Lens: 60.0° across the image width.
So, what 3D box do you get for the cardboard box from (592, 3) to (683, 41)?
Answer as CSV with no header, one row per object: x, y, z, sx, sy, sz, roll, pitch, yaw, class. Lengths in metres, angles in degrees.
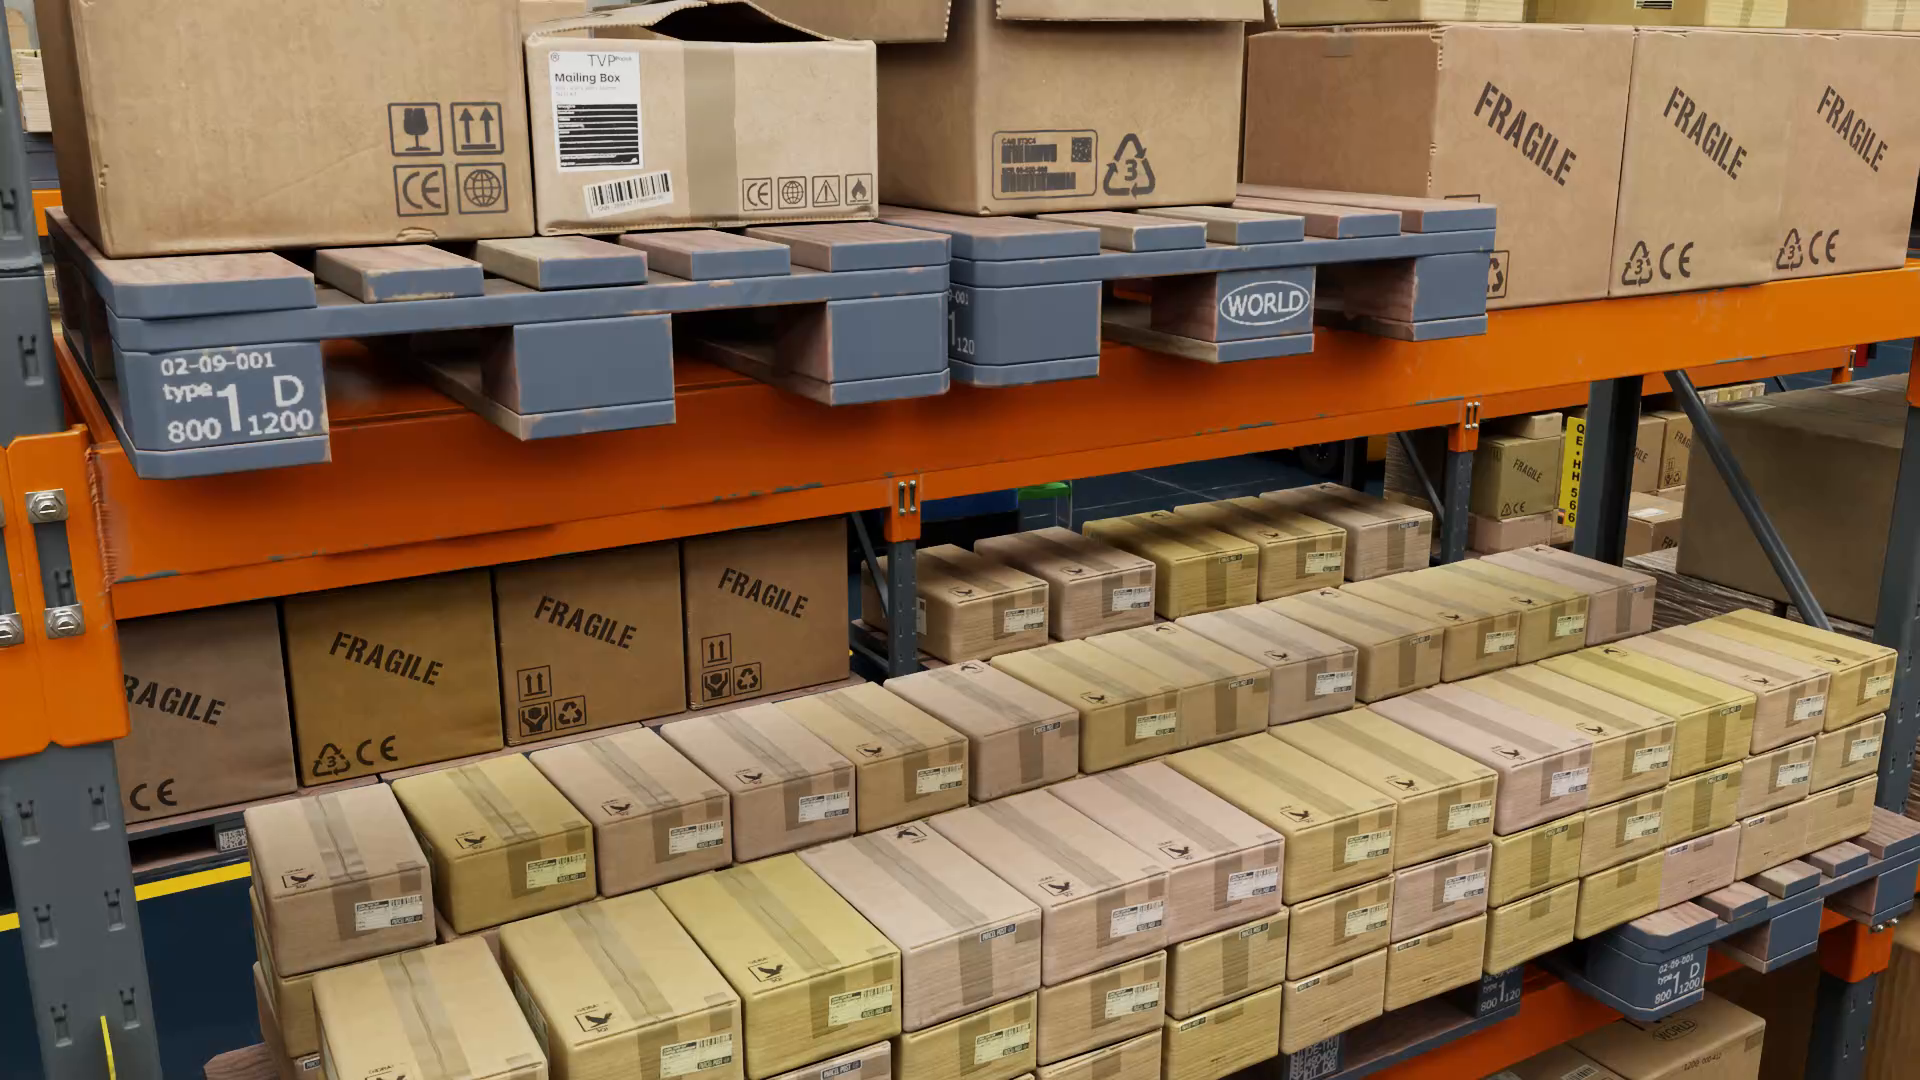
-1.279,-2.154,7.516,0.500,0.500,0.700,-10,19,-32,cardboard box

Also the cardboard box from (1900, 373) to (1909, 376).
3.369,-0.242,5.178,0.500,0.500,0.700,-10,18,-31,cardboard box

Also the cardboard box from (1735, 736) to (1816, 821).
1.691,0.477,3.786,0.250,0.149,0.380,-8,18,-28,cardboard box

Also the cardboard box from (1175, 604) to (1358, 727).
0.712,0.288,3.911,0.250,0.149,0.380,-8,18,-27,cardboard box

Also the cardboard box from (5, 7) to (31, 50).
-6.080,-3.252,10.580,0.258,0.266,0.396,-9,18,-30,cardboard box

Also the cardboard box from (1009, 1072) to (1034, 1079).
-0.080,0.908,2.800,0.250,0.149,0.380,-9,18,-29,cardboard box

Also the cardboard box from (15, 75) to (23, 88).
-5.816,-2.784,10.229,0.250,0.149,0.380,-9,18,-29,cardboard box

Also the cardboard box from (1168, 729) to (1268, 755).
0.487,0.466,3.827,0.250,0.149,0.380,-9,18,-30,cardboard box

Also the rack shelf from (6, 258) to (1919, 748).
0.393,-0.330,3.304,4.000,0.370,1.077,-9,18,-30,rack shelf

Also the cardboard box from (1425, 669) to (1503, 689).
1.131,0.363,4.195,0.250,0.149,0.380,-10,18,-31,cardboard box

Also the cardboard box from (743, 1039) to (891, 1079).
-0.304,0.801,2.631,0.250,0.149,0.380,-9,18,-28,cardboard box

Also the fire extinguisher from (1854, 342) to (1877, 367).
6.665,-1.625,12.293,0.183,0.674,0.296,-9,18,-30,fire extinguisher

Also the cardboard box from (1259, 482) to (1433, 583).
2.452,-0.060,10.658,0.625,0.372,0.950,-9,18,-29,cardboard box

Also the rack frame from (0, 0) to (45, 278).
-1.321,-1.842,1.810,0.127,3.000,1.000,-9,18,-30,rack frame

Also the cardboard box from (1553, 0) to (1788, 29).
1.463,-1.180,3.400,0.258,0.266,0.396,-9,18,-30,cardboard box

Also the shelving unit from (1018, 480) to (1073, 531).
0.531,-0.621,11.903,0.503,1.200,0.258,-6,17,-22,shelving unit

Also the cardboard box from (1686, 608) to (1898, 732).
1.924,0.297,3.879,0.250,0.149,0.380,-10,19,-32,cardboard box

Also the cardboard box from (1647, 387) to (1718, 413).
5.053,-0.996,11.630,0.250,0.149,0.380,-8,18,-27,cardboard box

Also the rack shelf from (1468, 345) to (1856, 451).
4.615,-1.129,11.711,4.000,0.370,1.077,-9,18,-30,rack shelf

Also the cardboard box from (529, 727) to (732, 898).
-0.625,0.505,3.137,0.250,0.149,0.380,-10,18,-31,cardboard box

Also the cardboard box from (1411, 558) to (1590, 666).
1.383,0.180,4.296,0.250,0.149,0.380,-10,18,-31,cardboard box

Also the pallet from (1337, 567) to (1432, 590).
2.234,0.254,10.612,1.213,0.211,1.003,-9,18,-30,pallet

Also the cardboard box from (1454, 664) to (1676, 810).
1.256,0.406,3.491,0.250,0.149,0.380,-9,18,-28,cardboard box

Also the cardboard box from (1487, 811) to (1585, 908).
1.037,0.583,3.408,0.250,0.149,0.380,-9,18,-30,cardboard box

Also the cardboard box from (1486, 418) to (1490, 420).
3.704,-0.652,11.604,0.500,0.500,0.500,-9,18,-29,cardboard box

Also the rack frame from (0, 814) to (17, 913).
-3.957,-0.085,6.655,0.127,3.000,1.000,-9,18,-30,rack frame

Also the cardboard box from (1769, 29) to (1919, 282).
1.749,-0.864,3.692,0.500,0.500,0.500,-9,18,-30,cardboard box

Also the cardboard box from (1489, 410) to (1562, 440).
3.683,-0.772,10.830,0.250,0.149,0.380,-9,18,-29,cardboard box

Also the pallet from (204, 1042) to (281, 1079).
-0.591,1.066,2.905,1.213,0.211,1.003,-9,18,-30,pallet

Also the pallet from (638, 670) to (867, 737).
-1.243,0.794,8.687,1.213,0.211,1.003,-9,18,-30,pallet

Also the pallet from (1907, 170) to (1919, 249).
2.632,-0.965,4.587,1.003,0.211,1.213,-8,18,-27,pallet

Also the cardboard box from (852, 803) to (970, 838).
-0.187,0.575,3.437,0.250,0.149,0.380,-10,19,-33,cardboard box

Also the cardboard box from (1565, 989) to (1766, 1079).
1.656,1.286,4.227,0.500,0.250,0.500,-10,18,-31,cardboard box

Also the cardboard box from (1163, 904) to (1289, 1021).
0.376,0.690,3.027,0.250,0.149,0.380,-10,18,-31,cardboard box

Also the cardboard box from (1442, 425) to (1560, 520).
3.545,-0.456,10.905,0.500,0.500,0.500,-8,18,-27,cardboard box

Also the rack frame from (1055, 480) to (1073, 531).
0.756,-0.647,11.994,0.015,1.200,0.240,-6,17,-22,rack frame

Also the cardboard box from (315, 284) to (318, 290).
-2.819,-0.874,7.434,0.500,0.500,0.500,-9,18,-28,cardboard box

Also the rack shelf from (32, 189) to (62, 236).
-2.243,-1.461,7.339,4.000,0.370,1.077,-9,18,-30,rack shelf

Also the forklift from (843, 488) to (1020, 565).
-1.150,-1.294,11.096,3.031,2.935,1.130,-6,17,-22,forklift

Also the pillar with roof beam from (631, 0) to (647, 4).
-0.217,-4.071,9.761,0.400,9.000,9.100,-9,18,-30,pillar with roof beam

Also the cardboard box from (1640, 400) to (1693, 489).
4.895,-0.679,11.701,0.500,0.500,0.500,-10,18,-31,cardboard box

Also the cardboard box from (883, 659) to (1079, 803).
0.040,0.397,3.523,0.250,0.149,0.380,-10,19,-32,cardboard box

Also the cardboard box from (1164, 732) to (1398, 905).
0.591,0.512,3.111,0.250,0.149,0.380,-9,18,-28,cardboard box

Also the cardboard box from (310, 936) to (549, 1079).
-0.747,0.730,2.333,0.250,0.149,0.380,-8,18,-27,cardboard box

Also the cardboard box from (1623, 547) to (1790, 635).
2.355,0.317,5.035,0.500,0.500,0.500,-9,18,-30,cardboard box

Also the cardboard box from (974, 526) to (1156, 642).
0.590,0.241,9.581,0.625,0.372,0.950,-10,18,-31,cardboard box

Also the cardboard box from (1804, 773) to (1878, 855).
1.921,0.584,3.957,0.250,0.149,0.380,-9,18,-29,cardboard box

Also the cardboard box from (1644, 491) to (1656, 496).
4.450,-0.246,11.546,0.500,0.250,0.500,-9,18,-30,cardboard box

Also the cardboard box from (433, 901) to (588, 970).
-0.856,0.684,3.049,0.250,0.149,0.380,-9,18,-29,cardboard box

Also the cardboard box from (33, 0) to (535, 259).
-0.940,-0.676,2.242,0.500,0.500,0.700,-9,18,-30,cardboard box

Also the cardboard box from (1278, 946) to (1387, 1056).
0.588,0.800,3.187,0.250,0.149,0.380,-10,19,-32,cardboard box

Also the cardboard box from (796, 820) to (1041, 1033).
-0.074,0.621,2.723,0.250,0.149,0.380,-9,18,-30,cardboard box

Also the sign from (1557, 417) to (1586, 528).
1.819,-0.195,4.904,0.005,0.325,0.100,-9,18,-30,sign

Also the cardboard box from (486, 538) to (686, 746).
-1.930,0.380,8.156,0.875,0.875,0.875,-9,18,-29,cardboard box

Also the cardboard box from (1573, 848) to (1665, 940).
1.272,0.688,3.587,0.250,0.149,0.380,-9,18,-30,cardboard box
